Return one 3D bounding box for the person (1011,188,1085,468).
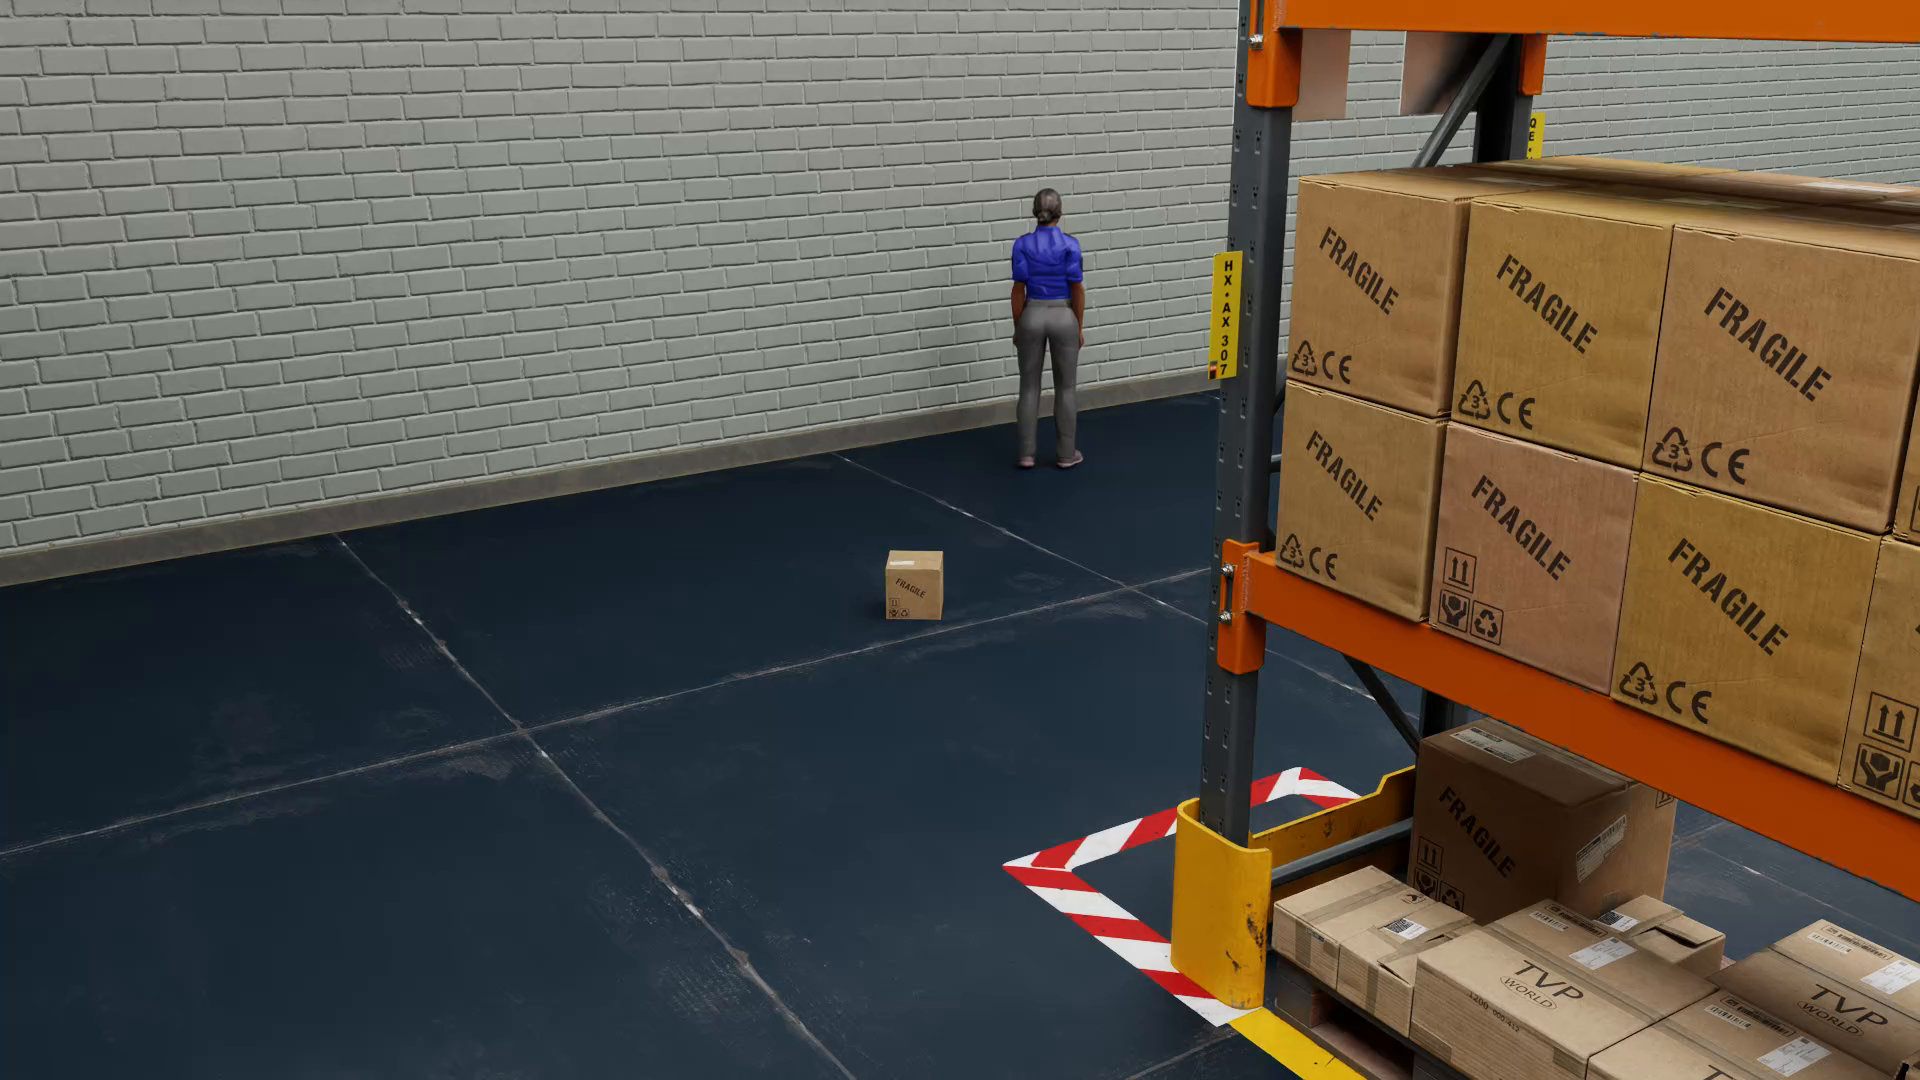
[{"bbox_3d":[0.524,-1.238,9.865,0.432,1.683,0.341,3,18,9],"label":"person"}]
